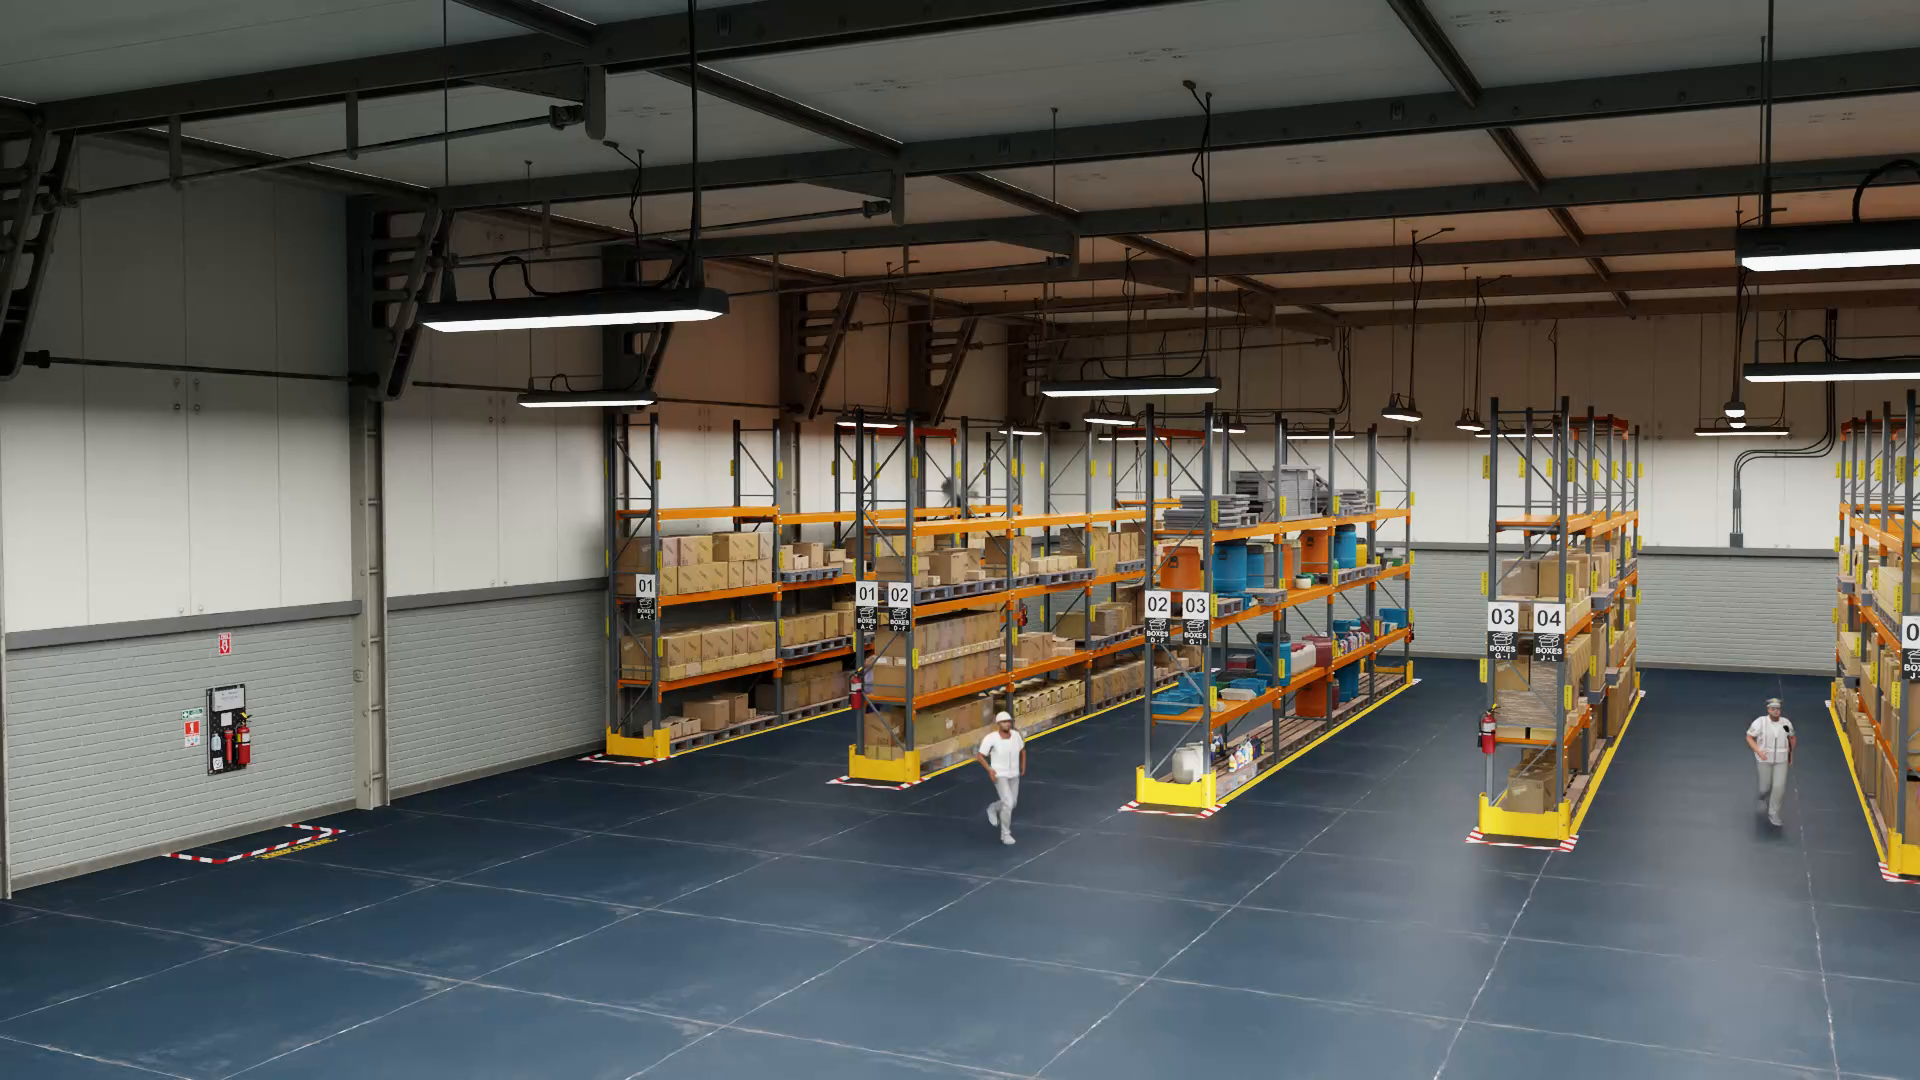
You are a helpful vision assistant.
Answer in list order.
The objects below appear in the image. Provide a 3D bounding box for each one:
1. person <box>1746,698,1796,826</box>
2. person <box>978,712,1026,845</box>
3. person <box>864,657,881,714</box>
[{"bbox_3d":[11.604,3.134,23.776,0.667,1.765,0.781,1,2,16],"label":"person"},{"bbox_3d":[0.565,3.186,22.528,0.702,1.764,0.742,-1,3,-30],"label":"person"},{"bbox_3d":[-1.597,2.932,30.047,0.615,1.648,0.914,1,3,21],"label":"person"}]
